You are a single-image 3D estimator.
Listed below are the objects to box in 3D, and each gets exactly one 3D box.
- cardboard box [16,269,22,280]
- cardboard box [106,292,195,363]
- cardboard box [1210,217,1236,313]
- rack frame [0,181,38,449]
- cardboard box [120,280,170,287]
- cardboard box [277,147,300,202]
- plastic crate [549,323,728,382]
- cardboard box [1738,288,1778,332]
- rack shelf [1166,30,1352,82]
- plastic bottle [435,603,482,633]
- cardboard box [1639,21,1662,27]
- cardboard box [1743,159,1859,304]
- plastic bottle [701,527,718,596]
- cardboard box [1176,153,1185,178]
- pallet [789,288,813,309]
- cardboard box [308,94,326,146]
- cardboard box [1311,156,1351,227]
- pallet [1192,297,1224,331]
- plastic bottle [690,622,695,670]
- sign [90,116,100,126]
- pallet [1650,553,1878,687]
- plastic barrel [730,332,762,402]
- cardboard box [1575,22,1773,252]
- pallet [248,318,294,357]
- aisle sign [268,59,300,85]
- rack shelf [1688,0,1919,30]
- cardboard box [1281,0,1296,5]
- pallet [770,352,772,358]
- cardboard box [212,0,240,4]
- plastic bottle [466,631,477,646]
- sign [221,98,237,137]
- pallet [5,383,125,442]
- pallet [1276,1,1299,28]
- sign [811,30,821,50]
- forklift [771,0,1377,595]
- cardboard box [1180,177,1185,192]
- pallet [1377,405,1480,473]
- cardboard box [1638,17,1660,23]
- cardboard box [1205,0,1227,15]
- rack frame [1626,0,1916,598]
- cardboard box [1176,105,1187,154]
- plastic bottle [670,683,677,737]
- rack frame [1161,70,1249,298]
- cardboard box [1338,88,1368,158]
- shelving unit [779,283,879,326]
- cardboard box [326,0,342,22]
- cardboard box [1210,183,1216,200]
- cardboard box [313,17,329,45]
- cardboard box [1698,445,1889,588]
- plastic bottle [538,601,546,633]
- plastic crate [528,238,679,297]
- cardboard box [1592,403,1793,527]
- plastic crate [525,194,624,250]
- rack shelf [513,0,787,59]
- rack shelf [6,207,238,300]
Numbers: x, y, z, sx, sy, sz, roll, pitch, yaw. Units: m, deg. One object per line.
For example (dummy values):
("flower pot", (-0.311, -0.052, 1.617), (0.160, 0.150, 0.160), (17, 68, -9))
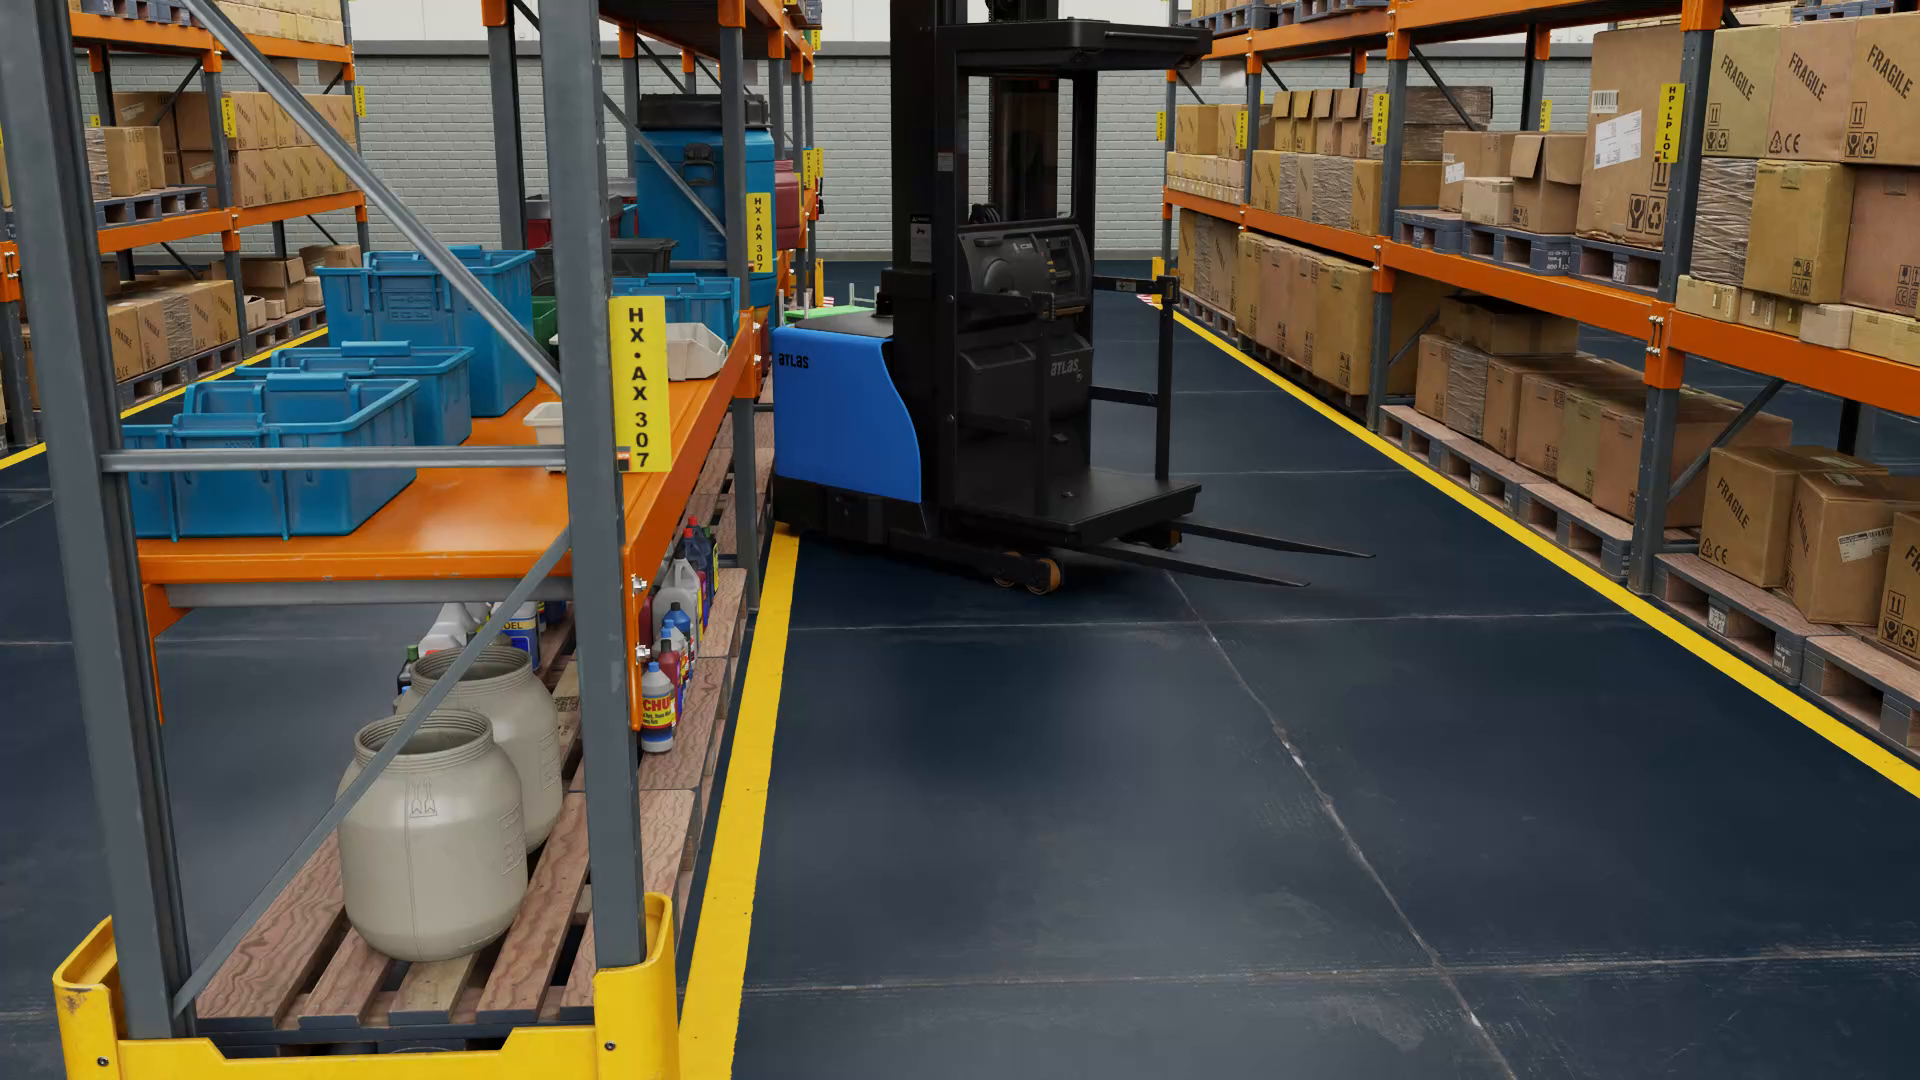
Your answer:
("cardboard box", (-6.944, -1.920, 12.599), (0.500, 0.250, 0.500), (-1, 14, -4))
("cardboard box", (-6.454, -1.689, 13.203), (0.500, 0.500, 0.500), (-1, 14, -3))
("cardboard box", (3.047, -2.768, 16.685), (0.875, 0.875, 0.875), (-1, 14, -3))
("rack frame", (-6.576, -2.057, 10.503), (1.000, 3.000, 0.127), (-1, 14, -3))
("cardboard box", (-7.037, -1.931, 14.144), (0.500, 0.500, 0.500), (-2, 15, -6))
("cardboard box", (-6.647, -3.483, 15.844), (0.500, 0.500, 0.500), (-1, 14, -4))
("plastic crate", (-1.031, -0.611, 5.409), (0.530, 0.136, 0.437), (-1, 14, -3))
("cardboard box", (3.318, -0.911, 6.550), (0.380, 0.149, 0.250), (-1, 14, -3))
("rack shelf", (2.940, -4.806, 16.609), (1.077, 0.370, 4.000), (-1, 14, -3))
("plastic bottle", (-1.699, 0.338, 5.627), (0.144, 0.351, 0.185), (0, 14, -1))
("cardboard box", (7.573, -5.384, 17.713), (0.500, 0.250, 0.500), (0, 14, -2))
("cardboard box", (3.521, -1.169, 6.254), (0.875, 0.500, 0.500), (-1, 14, -3))
("plastic bottle", (-1.025, 0.079, 6.769), (0.061, 0.283, 0.133), (0, 14, -1))
("cardboard box", (2.615, -4.018, 17.826), (0.500, 0.250, 0.500), (-1, 14, -4))
("pallet", (-2.115, -2.566, 18.077), (1.003, 0.211, 1.213), (-1, 14, -3))
("cardboard box", (-6.701, -4.219, 16.696), (0.500, 0.500, 0.500), (0, 14, -2))
("cardboard box", (2.973, -2.630, 12.528), (0.500, 0.500, 0.500), (-1, 14, -5))
("pallet", (3.016, -2.348, 17.229), (1.003, 0.211, 1.213), (-1, 14, -3))
("plastic bottle", (-0.984, 0.357, 5.851), (0.097, 0.201, 0.097), (0, 14, 0))
("sign", (-7.365, -3.461, 14.222), (0.100, 0.325, 0.005), (-1, 14, -3))
("pallet", (3.636, 0.302, 6.928), (1.003, 0.211, 1.213), (-1, 14, -3))
("plastic barrel", (-1.679, -1.407, 11.487), (0.600, 0.830, 0.708), (-1, 14, -3))
("cardboard box", (3.650, -1.908, 7.877), (1.000, 1.000, 1.000), (-1, 14, -3))
("pallet", (-6.866, -1.872, 15.381), (1.003, 0.211, 1.213), (-1, 14, -3))
("aisle sign", (-7.369, -5.318, 17.960), (0.394, 0.787, 0.004), (-1, 14, -3))
("rack shelf", (3.683, -1.822, 5.010), (1.077, 0.370, 4.000), (-1, 14, -3))
("cardboard box", (3.110, -4.765, 13.962), (0.700, 0.500, 0.500), (-1, 14, -2))
("pallet", (-1.874, -1.585, 14.262), (1.003, 0.211, 1.213), (-1, 14, -3))
("cardboard box", (-6.606, -4.799, 14.437), (0.500, 0.250, 0.500), (-1, 14, -3))
("plastic bottle", (-1.570, 0.444, 5.349), (0.061, 0.283, 0.133), (-1, 14, -3))
("sign", (-6.270, -3.622, 14.262), (0.100, 0.325, 0.005), (-1, 14, -3))
("pallet", (-6.585, -0.893, 11.574), (1.003, 0.211, 1.213), (-1, 14, -3))
("pallet", (3.170, -4.337, 13.727), (0.805, 0.209, 1.217), (-1, 15, -6))
("sign", (-1.580, -5.537, 18.217), (0.100, 0.325, 0.005), (-1, 14, -3))
("forklift", (0.480, -1.319, 7.772), (3.031, 2.935, 1.130), (12, 19, 38))
("cardboard box", (2.559, -3.792, 17.748), (0.380, 0.149, 0.250), (-1, 14, -4))
("pallet", (3.358, -0.665, 10.686), (1.003, 0.211, 1.213), (-1, 14, -3))
("cardboard box", (7.574, -5.630, 17.665), (0.500, 0.250, 0.500), (-1, 14, -4))
("cardboard box", (2.896, -5.554, 16.828), (0.700, 0.500, 0.500), (-2, 15, -7))
("rack frame", (3.559, -1.215, 7.227), (1.000, 3.000, 0.127), (-1, 14, -3))
("cardboard box", (2.607, -4.386, 17.751), (0.500, 0.500, 0.500), (-1, 14, -5))
("plastic bottle", (-0.944, 0.517, 5.229), (0.097, 0.201, 0.097), (0, 14, 0))
("rack frame", (2.816, -4.199, 18.827), (1.000, 3.000, 0.127), (-1, 14, -3))
("cardboard box", (3.245, -3.088, 12.294), (0.797, 0.503, 0.637), (-1, 14, -2))
("shelving unit", (-0.709, -0.785, 9.168), (0.503, 1.200, 0.258), (-13, 19, -41))
("cardboard box", (-6.785, -5.545, 17.337), (0.500, 0.250, 0.500), (-1, 14, -3))
("cardboard box", (2.654, -3.409, 16.261), (0.380, 0.149, 0.250), (-1, 14, -2))
("cardboard box", (-6.757, -5.179, 16.916), (0.500, 0.250, 0.500), (-1, 14, -3))
("cardboard box", (3.544, -0.107, 7.098), (0.500, 0.500, 0.500), (-1, 14, -5))
("plastic bottle", (-1.619, 0.211, 6.277), (0.097, 0.271, 0.097), (0, 14, 0))
("plastic crate", (-1.479, -0.976, 6.424), (0.767, 0.338, 0.504), (-1, 14, -3))
("cardboard box", (3.543, -0.370, 8.079), (0.700, 0.500, 0.500), (-2, 15, -8))
("plastic crate", (-1.720, -1.285, 7.372), (0.402, 0.464, 0.583), (-1, 14, -3))
("rack shelf", (-1.508, -2.740, 8.579), (1.077, 0.370, 4.000), (-1, 14, -3))
("rack shelf", (-6.700, -2.206, 12.526), (1.077, 0.370, 4.000), (-1, 14, -3))
